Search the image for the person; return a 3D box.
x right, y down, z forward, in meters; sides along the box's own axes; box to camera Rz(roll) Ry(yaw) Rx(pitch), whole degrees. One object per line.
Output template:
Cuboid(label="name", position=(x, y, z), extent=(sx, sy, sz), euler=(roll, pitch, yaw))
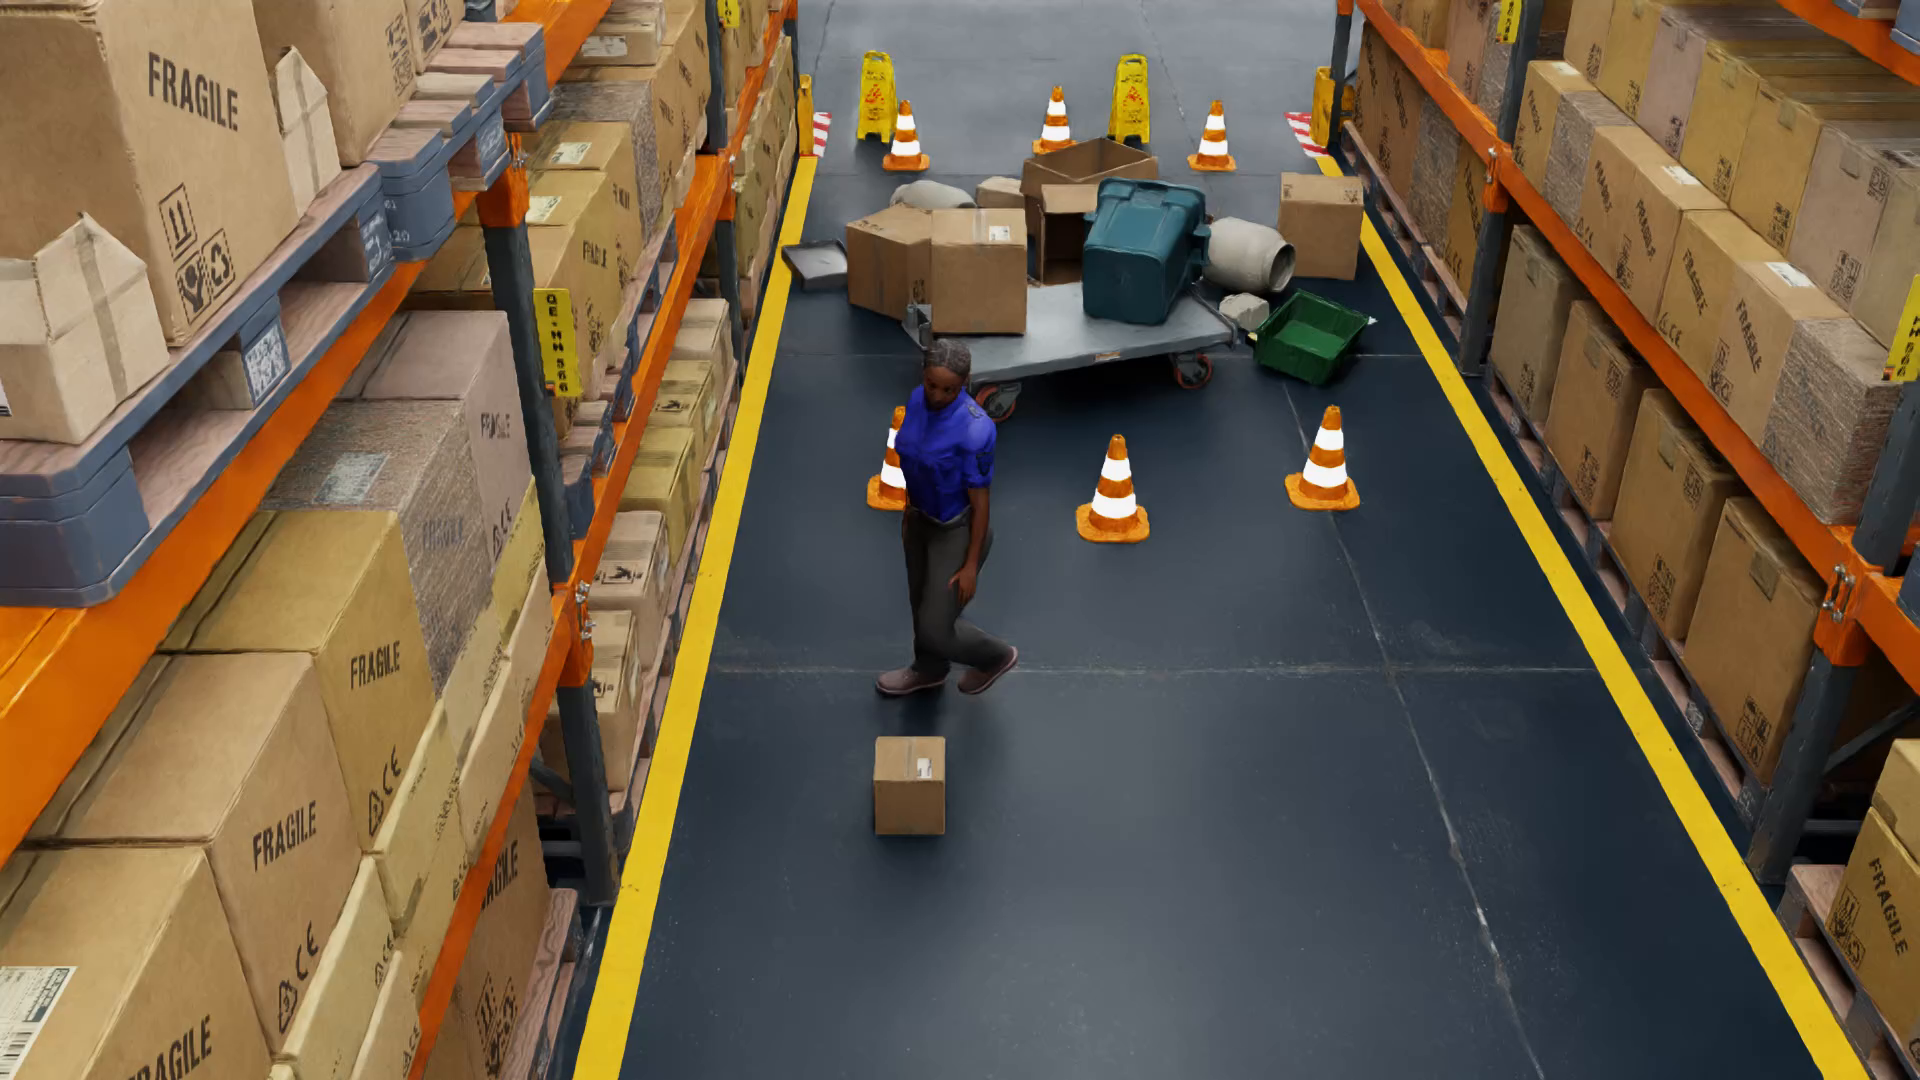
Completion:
Cuboid(label="person", position=(-0.030, -0.040, 6.191), extent=(0.477, 1.639, 0.561), euler=(-19, 36, -28))
